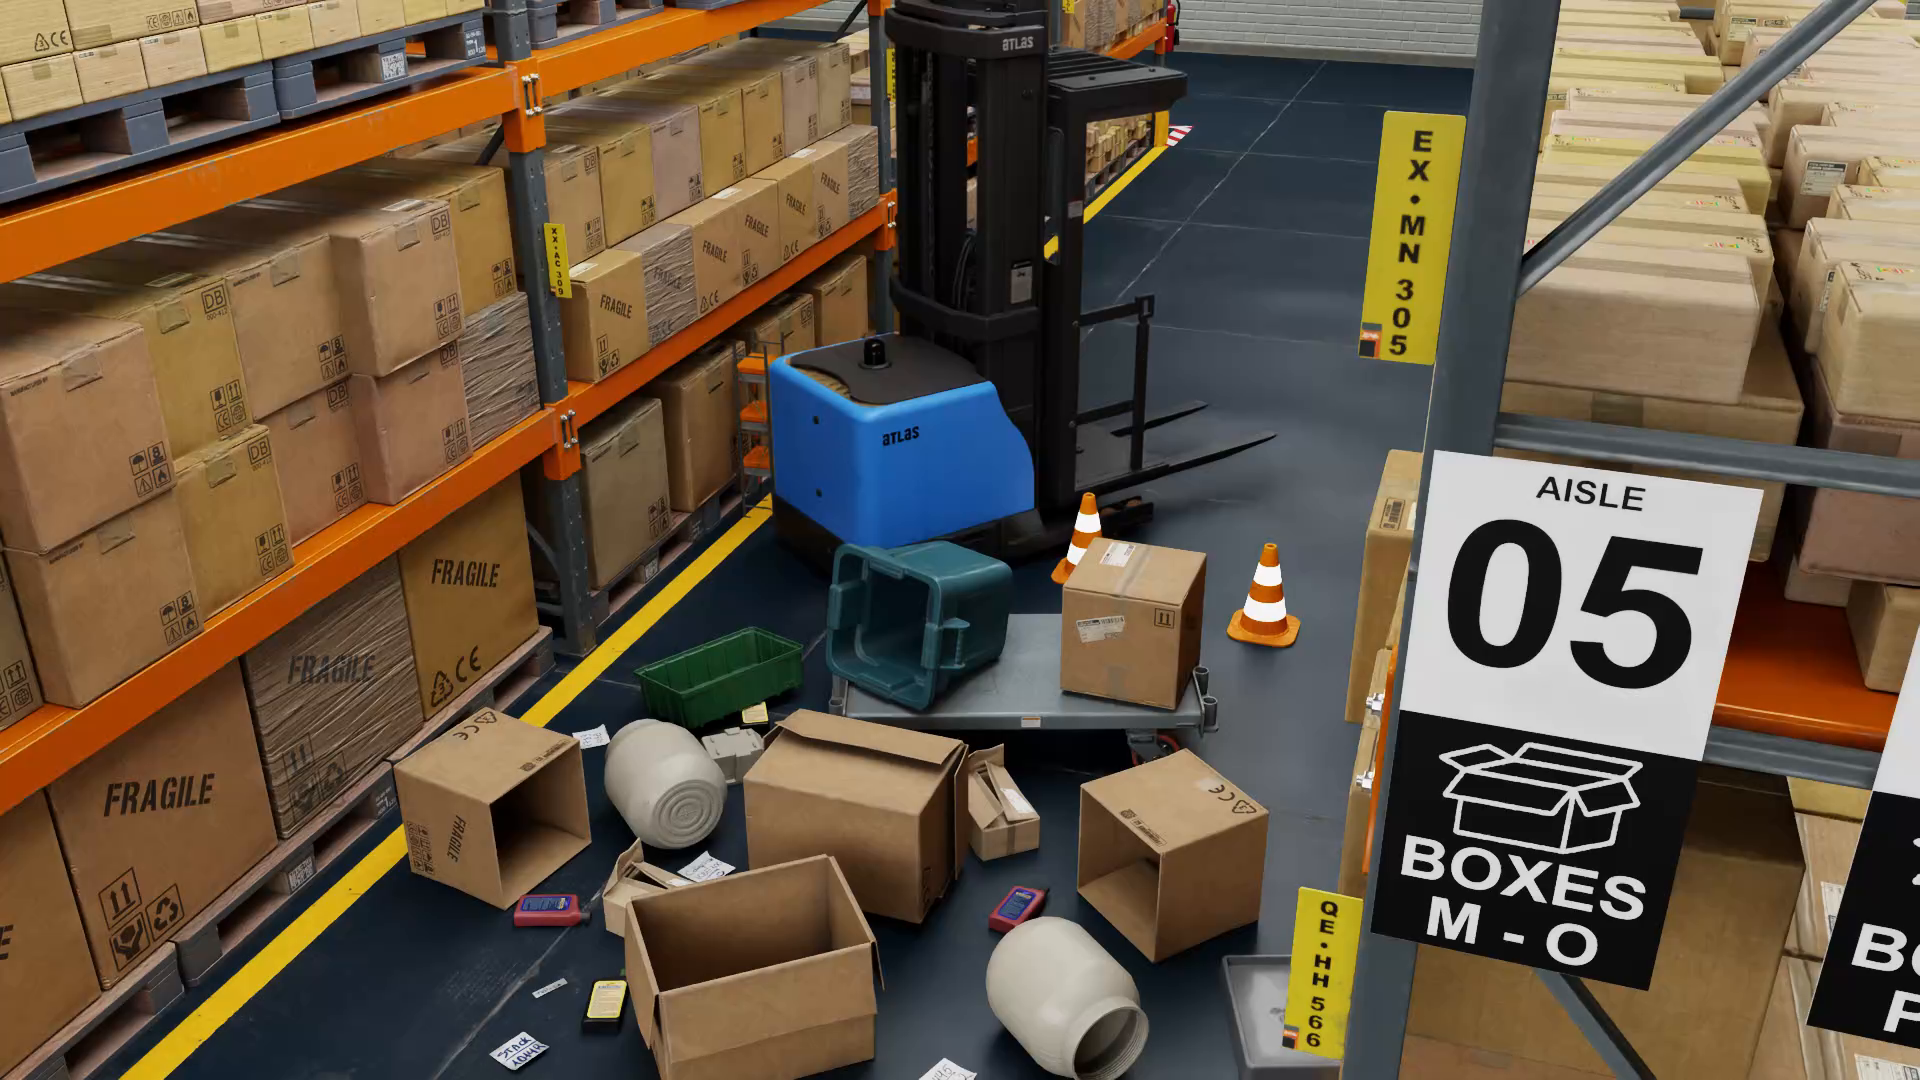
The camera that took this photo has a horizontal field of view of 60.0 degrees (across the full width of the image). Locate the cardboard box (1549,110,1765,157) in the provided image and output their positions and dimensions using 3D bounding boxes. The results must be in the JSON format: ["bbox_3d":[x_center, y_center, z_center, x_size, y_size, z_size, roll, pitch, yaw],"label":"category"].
[{"bbox_3d":[1.343,-0.730,3.247,0.380,0.149,0.250,9,27,17],"label":"cardboard box"}]

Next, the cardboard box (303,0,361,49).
[{"bbox_3d":[-2.346,-1.828,5.834,0.380,0.149,0.250,9,27,18],"label":"cardboard box"}]

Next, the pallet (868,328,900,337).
[{"bbox_3d":[-0.680,-1.578,12.267,1.003,0.211,1.213,9,27,17],"label":"pallet"}]

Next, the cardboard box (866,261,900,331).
[{"bbox_3d":[-0.466,-1.830,11.974,0.500,0.500,0.500,8,27,15],"label":"cardboard box"}]

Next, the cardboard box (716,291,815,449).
[{"bbox_3d":[-1.517,-1.092,10.162,1.050,0.750,0.750,9,27,18],"label":"cardboard box"}]

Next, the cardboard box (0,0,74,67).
[{"bbox_3d":[-2.866,-1.452,4.600,0.500,0.250,0.500,9,27,17],"label":"cardboard box"}]

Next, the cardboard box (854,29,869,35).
[{"bbox_3d":[-0.605,-3.873,12.931,0.380,0.149,0.250,10,28,19],"label":"cardboard box"}]

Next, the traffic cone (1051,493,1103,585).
[{"bbox_3d":[0.675,-0.027,8.775,0.336,0.463,0.334,9,27,17],"label":"traffic cone"}]

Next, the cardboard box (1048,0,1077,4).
[{"bbox_3d":[0.769,-4.935,14.397,0.500,0.500,0.500,9,27,19],"label":"cardboard box"}]

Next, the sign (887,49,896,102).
[{"bbox_3d":[-0.417,-2.954,10.581,0.100,0.325,0.005,9,27,17],"label":"sign"}]

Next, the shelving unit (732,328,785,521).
[{"bbox_3d":[-1.109,-0.644,9.374,0.215,1.050,0.252,7,27,15],"label":"shelving unit"}]

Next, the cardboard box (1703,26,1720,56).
[{"bbox_3d":[2.535,-1.387,5.062,0.500,0.250,0.500,8,27,17],"label":"cardboard box"}]

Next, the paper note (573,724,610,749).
[{"bbox_3d":[-1.643,0.875,7.406,0.147,0.020,0.142,-9,27,-18],"label":"paper note"}]

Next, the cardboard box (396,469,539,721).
[{"bbox_3d":[-2.548,0.147,7.460,0.875,0.875,0.875,9,27,18],"label":"cardboard box"}]

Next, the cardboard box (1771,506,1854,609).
[{"bbox_3d":[1.517,0.005,2.645,0.380,0.149,0.250,8,27,16],"label":"cardboard box"}]

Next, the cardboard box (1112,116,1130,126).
[{"bbox_3d":[1.496,-4.284,16.762,0.380,0.149,0.250,10,28,19],"label":"cardboard box"}]

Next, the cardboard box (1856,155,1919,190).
[{"bbox_3d":[1.772,-0.553,2.881,0.380,0.149,0.250,9,27,17],"label":"cardboard box"}]

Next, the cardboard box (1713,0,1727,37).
[{"bbox_3d":[2.529,-1.626,5.098,0.380,0.149,0.250,9,27,19],"label":"cardboard box"}]

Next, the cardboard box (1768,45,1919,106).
[{"bbox_3d":[2.161,-1.083,3.976,0.380,0.149,0.250,9,27,18],"label":"cardboard box"}]

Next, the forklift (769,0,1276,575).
[{"bbox_3d":[0.480,-1.504,8.993,3.031,2.935,1.130,-17,30,-31],"label":"forklift"}]

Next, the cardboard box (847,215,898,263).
[{"bbox_3d":[-0.484,-2.162,11.799,0.500,0.250,0.500,8,27,15],"label":"cardboard box"}]

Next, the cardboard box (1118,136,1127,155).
[{"bbox_3d":[1.487,-4.025,16.911,0.380,0.149,0.250,8,27,15],"label":"cardboard box"}]

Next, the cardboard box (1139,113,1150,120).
[{"bbox_3d":[1.814,-4.581,17.718,0.380,0.149,0.250,8,27,16],"label":"cardboard box"}]

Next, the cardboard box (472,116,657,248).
[{"bbox_3d":[-1.944,-1.780,8.222,0.700,0.500,0.500,8,27,17],"label":"cardboard box"}]

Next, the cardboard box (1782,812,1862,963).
[{"bbox_3d":[1.686,0.905,3.482,0.500,0.500,0.500,10,27,19],"label":"cardboard box"}]

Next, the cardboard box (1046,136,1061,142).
[{"bbox_3d":[0.885,-3.657,15.467,0.380,0.149,0.250,8,27,17],"label":"cardboard box"}]

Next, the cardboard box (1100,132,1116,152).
[{"bbox_3d":[1.314,-3.933,16.379,0.380,0.149,0.250,9,27,18],"label":"cardboard box"}]

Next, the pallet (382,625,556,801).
[{"bbox_3d":[-2.600,0.688,7.587,1.003,0.211,1.213,9,27,17],"label":"pallet"}]

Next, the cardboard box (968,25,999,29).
[{"bbox_3d":[0.176,-3.982,13.156,0.380,0.149,0.250,9,27,17],"label":"cardboard box"}]

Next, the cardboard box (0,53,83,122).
[{"bbox_3d":[-2.767,-1.309,4.760,0.380,0.149,0.250,9,27,17],"label":"cardboard box"}]

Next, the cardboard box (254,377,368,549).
[{"bbox_3d":[-2.837,-0.348,6.355,0.875,0.550,0.550,9,27,17],"label":"cardboard box"}]

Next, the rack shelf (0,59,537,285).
[{"bbox_3d":[-2.938,-1.073,5.407,1.077,0.370,4.000,9,27,17],"label":"rack shelf"}]

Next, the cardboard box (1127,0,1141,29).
[{"bbox_3d":[1.478,-5.336,16.373,0.500,0.500,0.500,9,27,18],"label":"cardboard box"}]

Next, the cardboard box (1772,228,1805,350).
[{"bbox_3d":[1.693,-0.338,2.895,0.500,0.250,0.500,8,27,17],"label":"cardboard box"}]

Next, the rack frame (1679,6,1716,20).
[{"bbox_3d":[2.429,-2.892,4.897,1.000,3.000,0.127,9,27,17],"label":"rack frame"}]

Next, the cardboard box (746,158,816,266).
[{"bbox_3d":[-1.172,-1.923,9.665,0.500,0.500,0.500,8,27,17],"label":"cardboard box"}]

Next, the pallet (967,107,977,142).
[{"bbox_3d":[-0.322,-3.245,12.731,1.003,0.211,1.213,9,27,17],"label":"pallet"}]

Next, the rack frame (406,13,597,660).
[{"bbox_3d":[-2.273,-0.868,7.601,1.000,3.000,0.127,9,27,17],"label":"rack frame"}]

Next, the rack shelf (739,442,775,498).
[{"bbox_3d":[-1.109,-0.384,9.500,0.215,0.259,0.240,7,27,15],"label":"rack shelf"}]

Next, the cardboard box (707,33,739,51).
[{"bbox_3d":[-3.061,-5.519,19.162,0.875,0.875,0.875,9,27,17],"label":"cardboard box"}]

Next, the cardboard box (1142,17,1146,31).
[{"bbox_3d":[1.691,-5.310,17.063,0.380,0.149,0.250,8,27,17],"label":"cardboard box"}]

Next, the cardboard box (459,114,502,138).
[{"bbox_3d":[-4.745,-3.516,15.026,1.225,0.875,0.875,8,27,16],"label":"cardboard box"}]

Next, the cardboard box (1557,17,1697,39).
[{"bbox_3d":[1.713,-1.274,4.371,0.380,0.149,0.250,8,27,16],"label":"cardboard box"}]

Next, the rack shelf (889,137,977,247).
[{"bbox_3d":[-0.276,-3.010,12.851,1.077,0.370,4.000,9,27,17],"label":"rack shelf"}]

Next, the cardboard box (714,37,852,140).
[{"bbox_3d":[-1.100,-2.824,10.379,0.700,0.500,0.500,9,27,17],"label":"cardboard box"}]

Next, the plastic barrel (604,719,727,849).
[{"bbox_3d":[-1.204,0.980,6.740,0.421,0.421,0.512,-14,29,-27],"label":"plastic barrel"}]

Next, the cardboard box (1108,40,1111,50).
[{"bbox_3d":[1.230,-4.777,15.962,0.380,0.149,0.250,10,28,19],"label":"cardboard box"}]

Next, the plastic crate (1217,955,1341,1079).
[{"bbox_3d":[1.133,1.648,5.754,0.402,0.080,0.583,0,26,-1],"label":"plastic crate"}]

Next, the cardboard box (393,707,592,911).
[{"bbox_3d":[-1.822,1.042,6.521,0.500,0.500,0.500,14,29,26],"label":"cardboard box"}]

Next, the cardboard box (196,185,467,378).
[{"bbox_3d":[-2.501,-1.032,6.529,0.875,0.550,0.550,9,27,17],"label":"cardboard box"}]

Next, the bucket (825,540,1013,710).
[{"bbox_3d":[-0.144,0.311,7.177,0.726,0.611,0.620,20,22,35],"label":"bucket"}]
